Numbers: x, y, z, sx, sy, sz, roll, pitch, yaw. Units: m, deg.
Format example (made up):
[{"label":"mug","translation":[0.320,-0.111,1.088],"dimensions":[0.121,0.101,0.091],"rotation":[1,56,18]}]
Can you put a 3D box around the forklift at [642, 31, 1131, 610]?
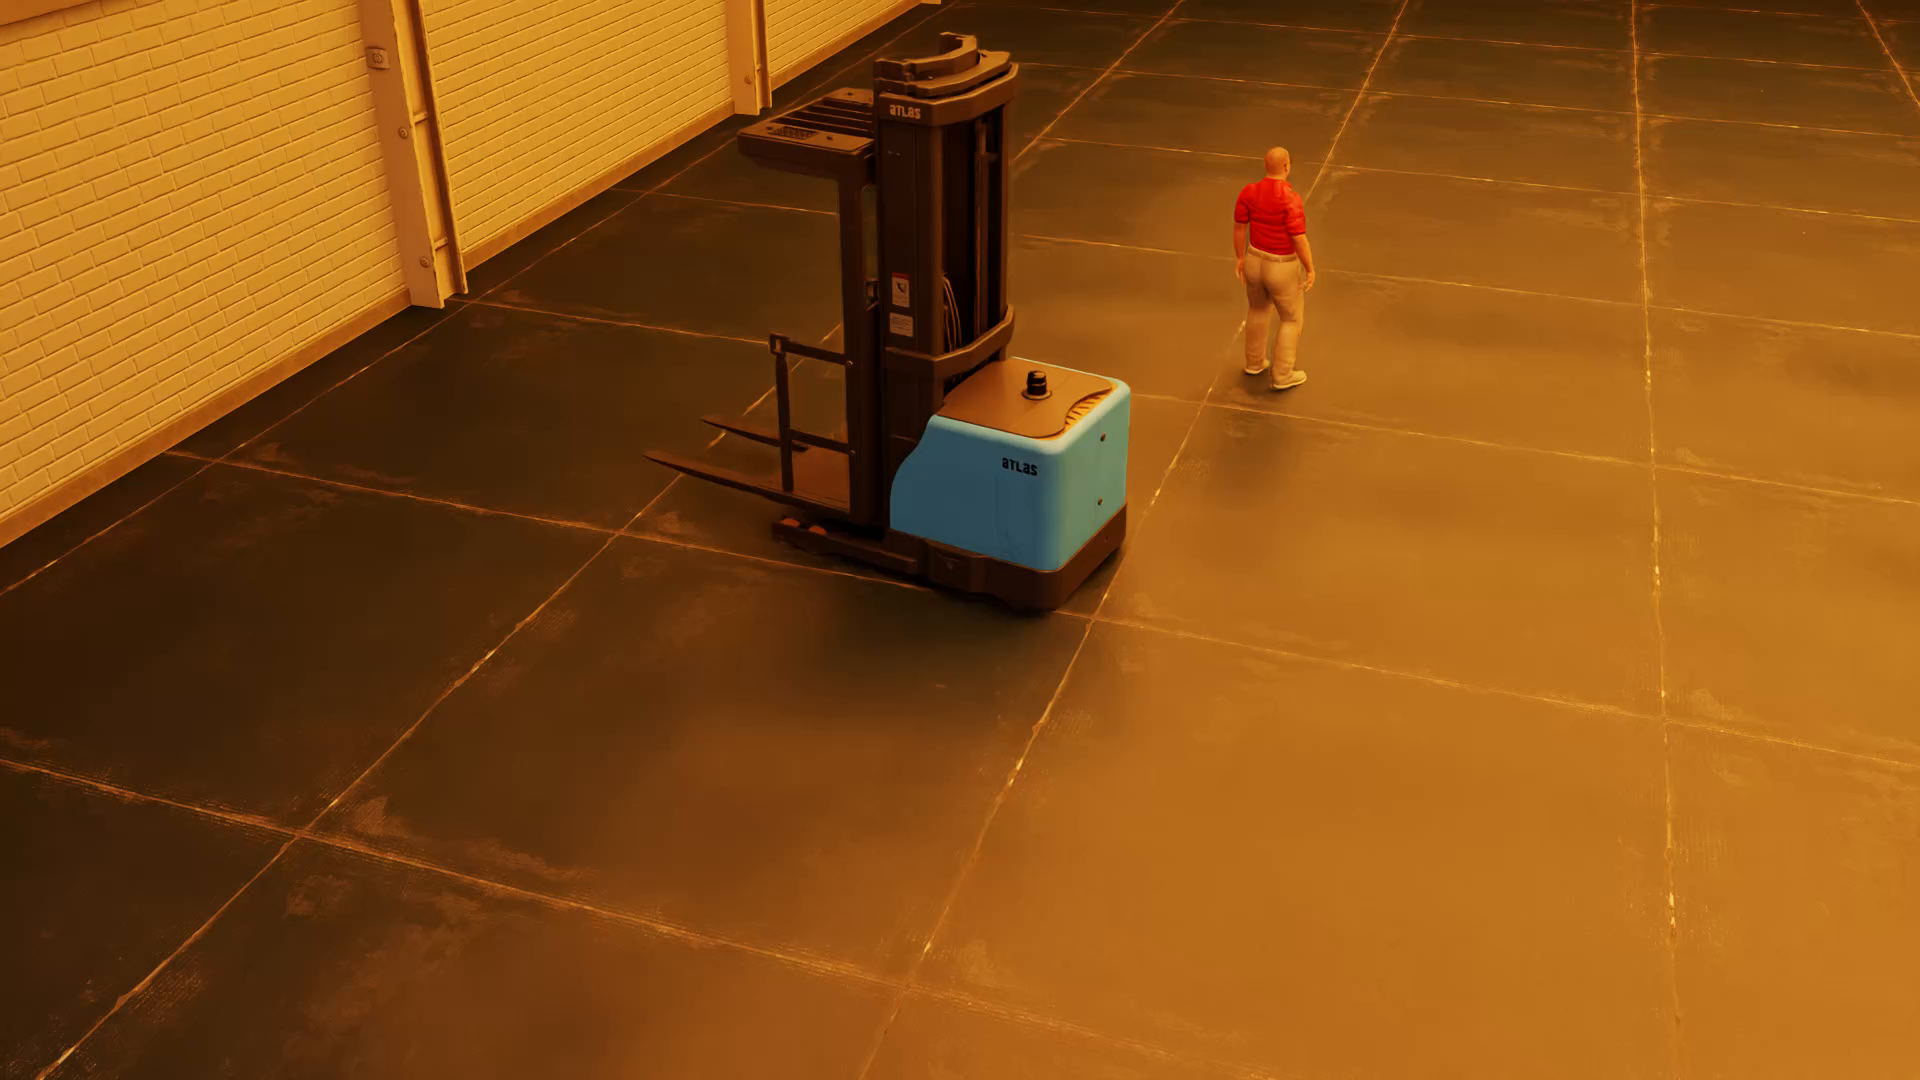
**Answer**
[{"label":"forklift","translation":[-0.546,-1.400,9.593],"dimensions":[3.031,2.935,1.130],"rotation":[16,33,25]}]

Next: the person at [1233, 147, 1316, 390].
[{"label":"person","translation":[2.254,-1.926,11.758],"dimensions":[0.476,1.750,0.622],"rotation":[-26,39,-38]}]
